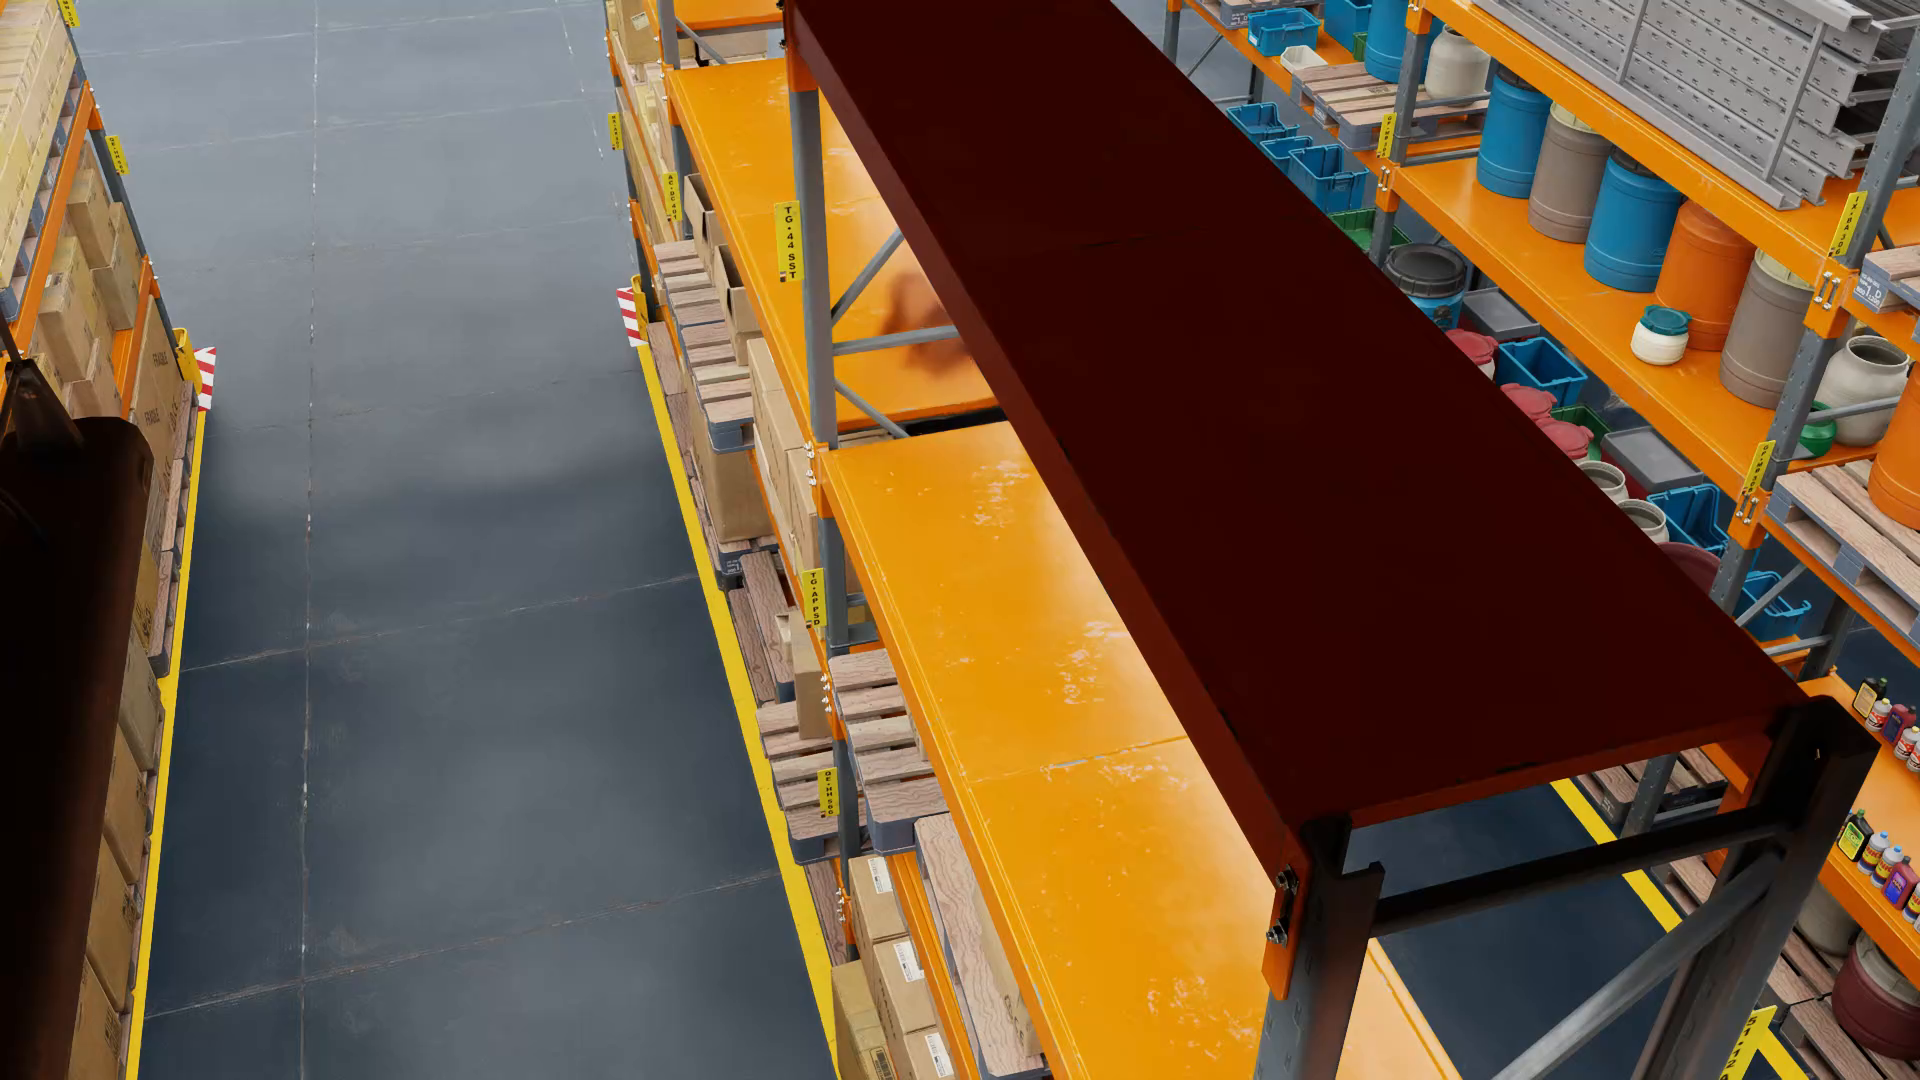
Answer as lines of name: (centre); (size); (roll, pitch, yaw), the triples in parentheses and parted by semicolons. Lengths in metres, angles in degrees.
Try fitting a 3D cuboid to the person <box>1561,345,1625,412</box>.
person: (5.245, -1.786, 13.716); (0.618, 1.664, 0.870); (-18, 42, -21)
